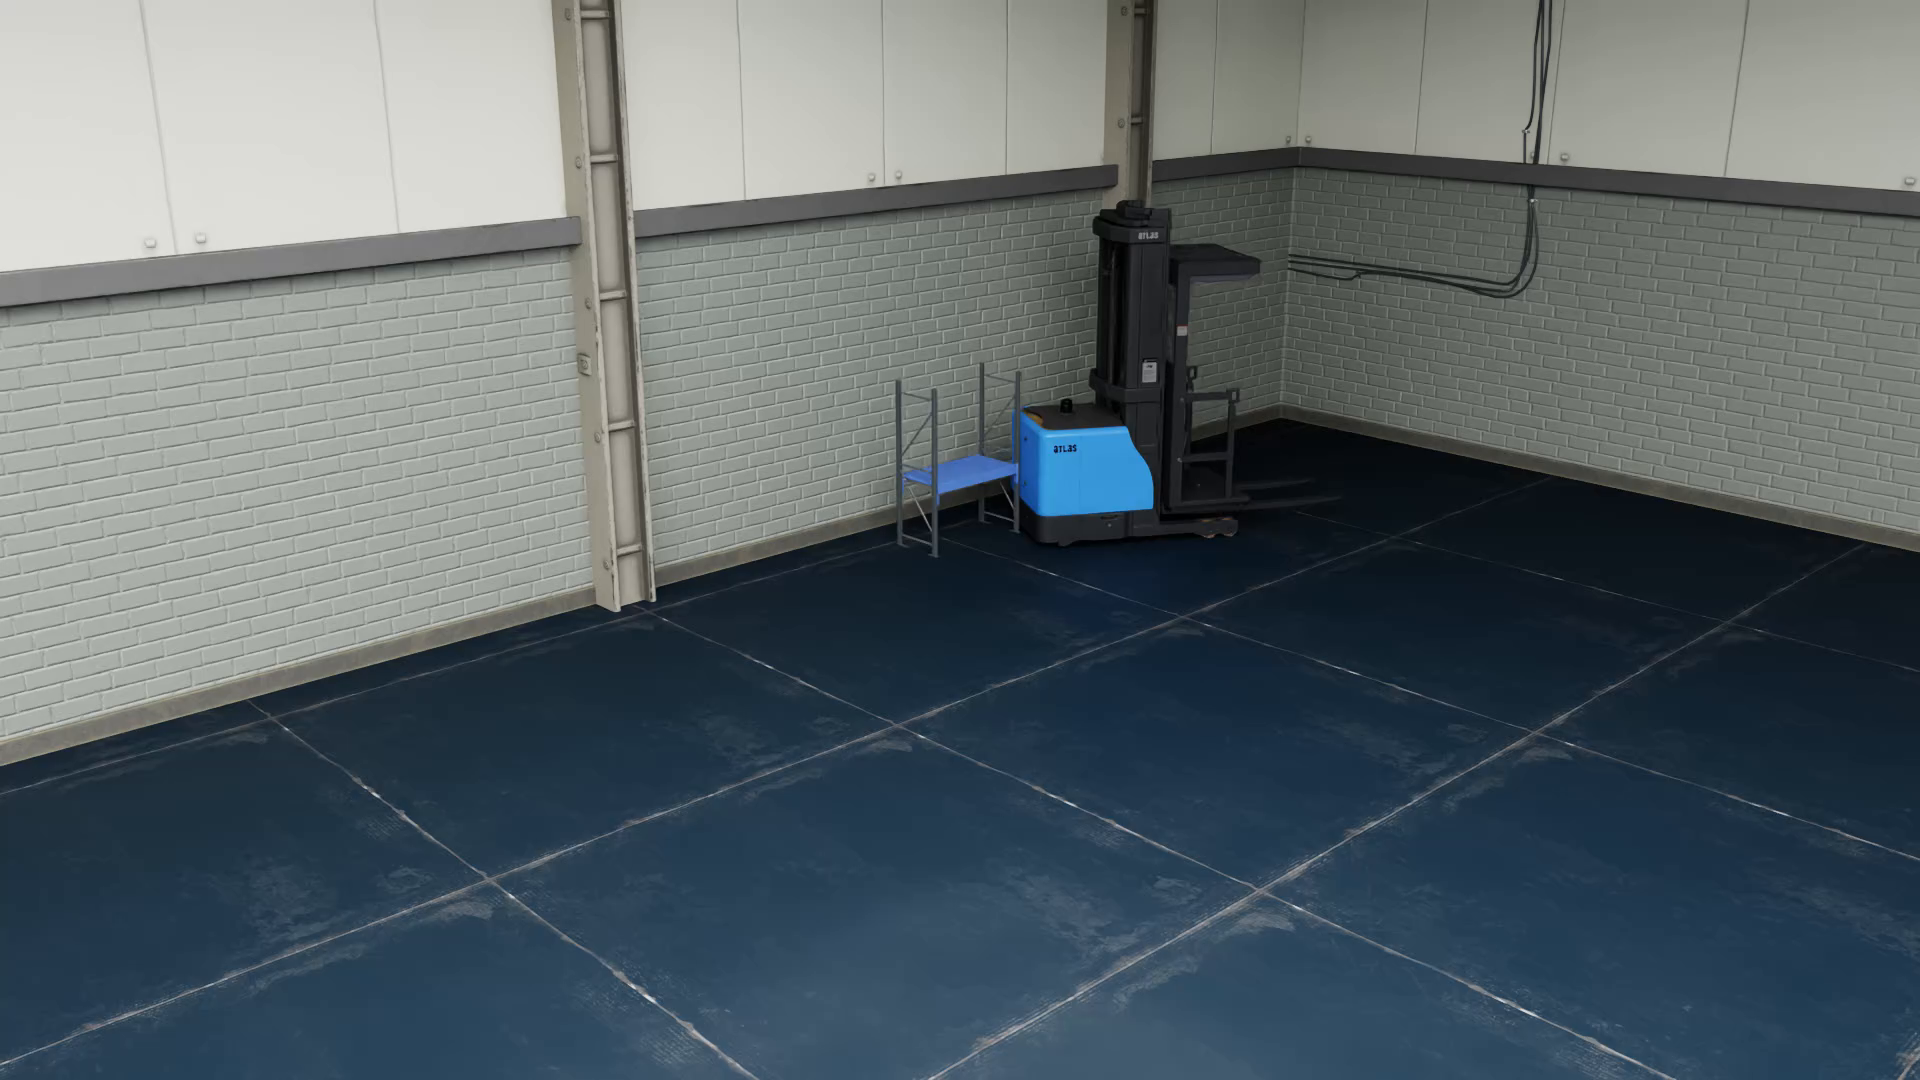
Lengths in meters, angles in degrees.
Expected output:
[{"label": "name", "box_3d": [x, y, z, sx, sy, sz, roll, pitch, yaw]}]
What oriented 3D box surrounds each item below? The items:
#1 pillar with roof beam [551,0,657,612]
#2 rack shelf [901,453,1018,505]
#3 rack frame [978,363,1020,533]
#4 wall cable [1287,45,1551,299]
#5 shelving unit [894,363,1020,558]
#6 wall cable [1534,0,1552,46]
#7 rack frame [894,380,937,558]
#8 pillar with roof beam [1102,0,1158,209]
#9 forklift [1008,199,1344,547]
[{"label": "pillar with roof beam", "box_3d": [0.254, -2.817, 9.084, 0.400, 9.000, 9.100, -16, 24, -41]}, {"label": "rack shelf", "box_3d": [-0.017, -0.553, 14.842, 1.000, 0.185, 0.538, -16, 24, -41]}, {"label": "rack frame", "box_3d": [0.350, -0.833, 15.121, 0.032, 1.500, 0.500, -16, 24, -41]}, {"label": "wall cable", "box_3d": [4.705, -3.904, 17.471, 0.112, 2.526, 3.097, -16, 24, -41]}, {"label": "shelving unit", "box_3d": [-0.017, -0.724, 14.786, 1.048, 1.500, 0.538, -16, 24, -41]}, {"label": "wall cable", "box_3d": [6.564, -5.700, 14.822, 0.112, 2.526, 3.097, -16, 24, -41]}, {"label": "rack frame", "box_3d": [-0.385, -0.616, 14.452, 0.032, 1.500, 0.500, -16, 24, -41]}, {"label": "pillar with roof beam", "box_3d": [4.614, -4.089, 13.005, 0.400, 9.000, 9.100, -16, 24, -41]}, {"label": "forklift", "box_3d": [2.026, -1.563, 15.054, 3.031, 2.935, 1.130, -5, 19, -14]}]
